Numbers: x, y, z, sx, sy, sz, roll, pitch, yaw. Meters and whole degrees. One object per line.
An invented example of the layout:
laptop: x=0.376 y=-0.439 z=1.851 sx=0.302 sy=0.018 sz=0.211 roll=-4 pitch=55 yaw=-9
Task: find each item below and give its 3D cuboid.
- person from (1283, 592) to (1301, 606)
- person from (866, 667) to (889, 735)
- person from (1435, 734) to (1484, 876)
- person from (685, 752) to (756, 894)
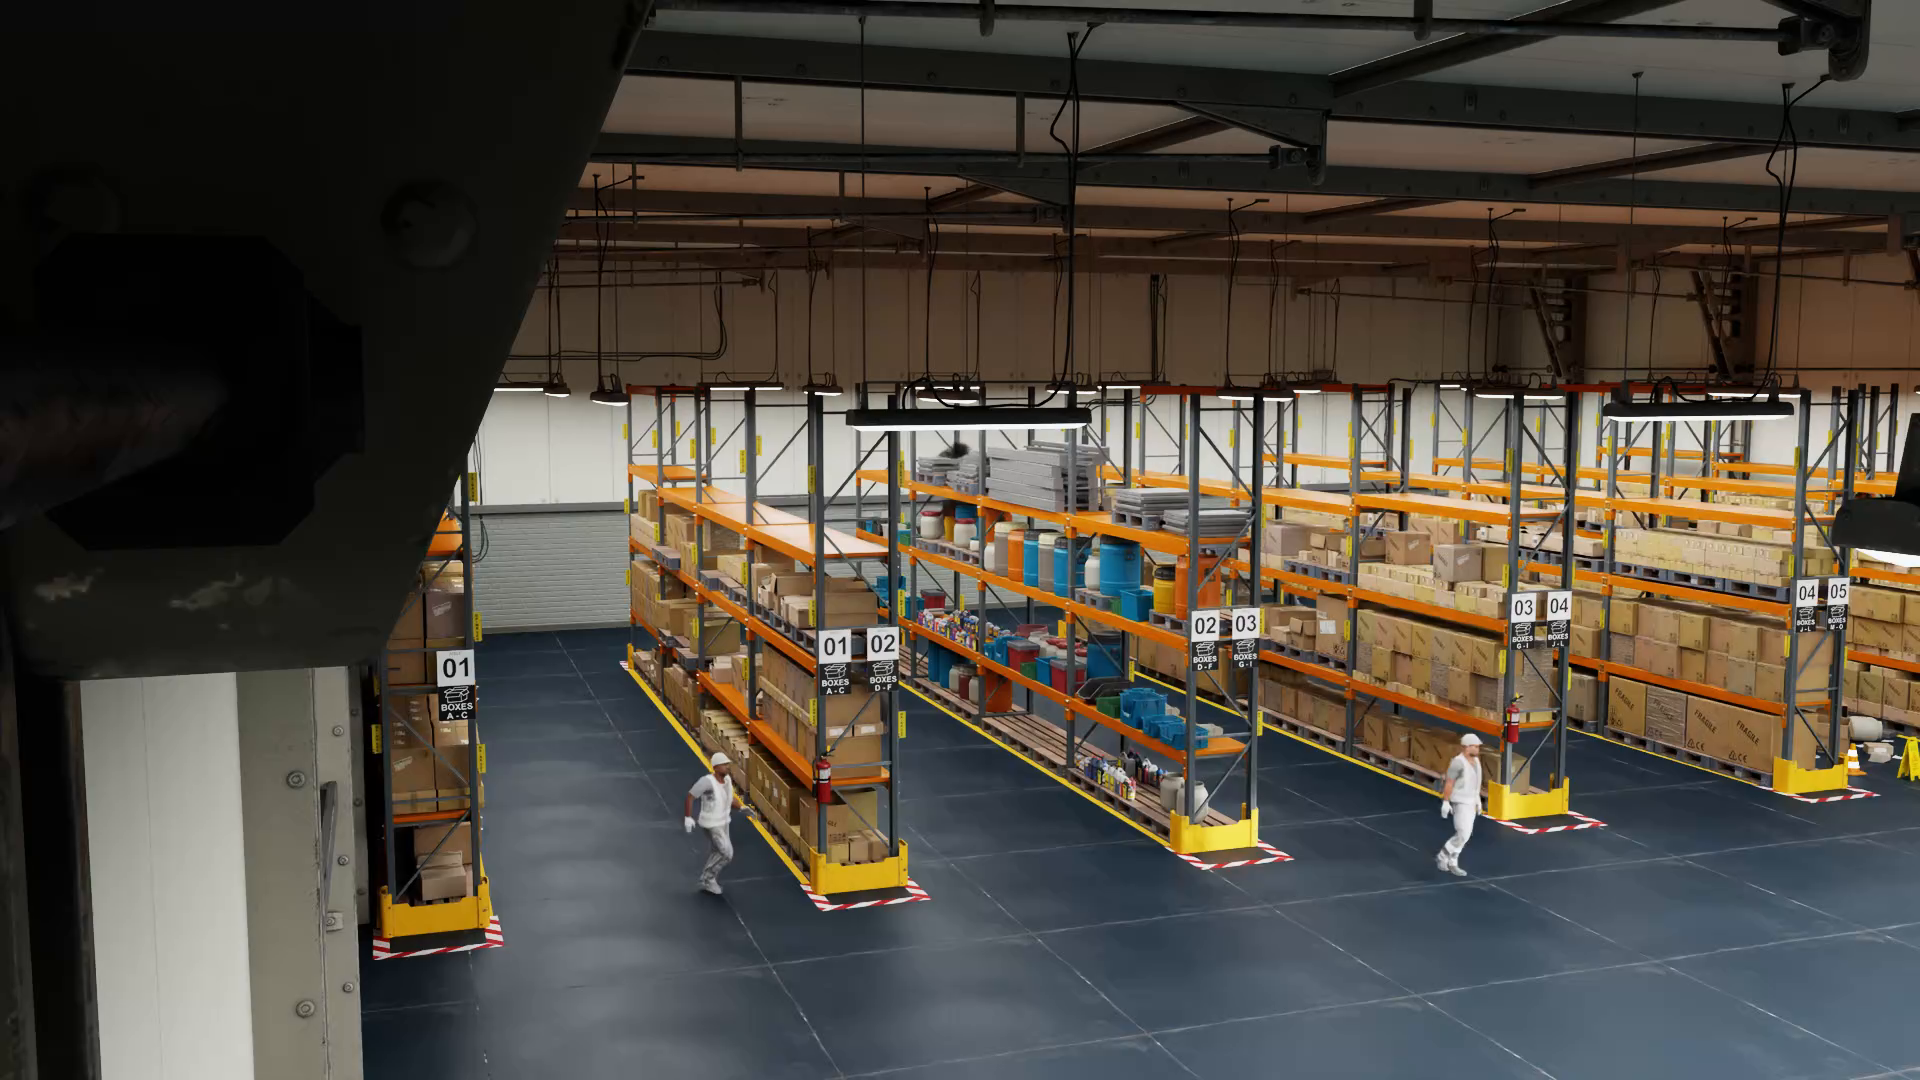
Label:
person: x=8.320 y=1.061 z=42.394 sx=0.945 sy=1.750 sz=0.705 roll=-5 pitch=8 yaw=-39
person: x=-1.469 y=2.552 z=28.928 sx=0.575 sy=1.620 sz=0.955 roll=-4 pitch=7 yaw=-34
person: x=6.249 y=3.303 z=20.773 sx=0.468 sy=1.799 sz=0.648 roll=5 pitch=8 yaw=42
person: x=-2.877 y=3.404 z=19.954 sx=0.717 sy=1.723 sz=0.672 roll=3 pitch=6 yaw=24
